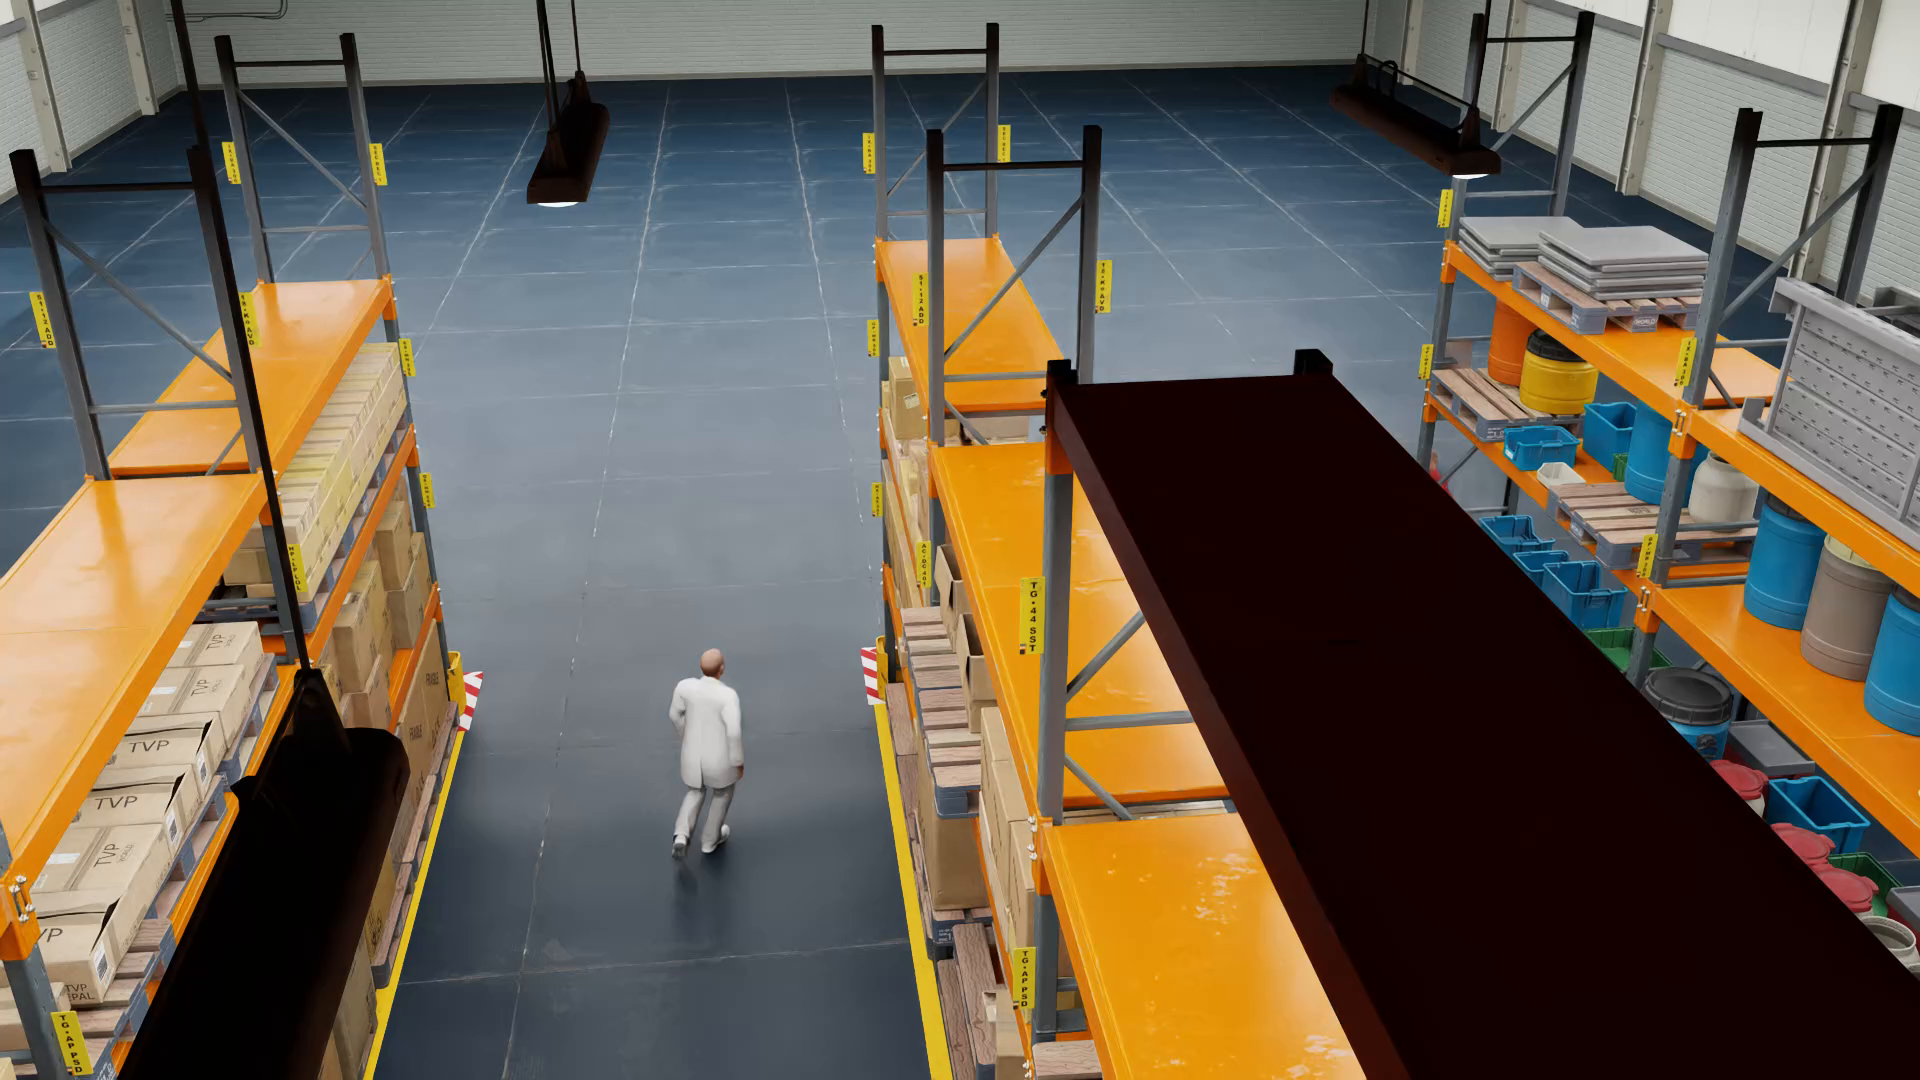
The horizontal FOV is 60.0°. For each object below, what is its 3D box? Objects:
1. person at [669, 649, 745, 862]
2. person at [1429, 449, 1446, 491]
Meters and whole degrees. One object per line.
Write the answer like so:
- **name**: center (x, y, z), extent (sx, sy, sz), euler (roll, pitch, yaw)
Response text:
- **person**: center (-1.985, 1.725, 12.882), extent (0.648, 1.749, 0.730), euler (7, 26, 14)
- **person**: center (4.740, -0.149, 16.854), extent (1.083, 1.669, 0.553), euler (0, 25, -1)
